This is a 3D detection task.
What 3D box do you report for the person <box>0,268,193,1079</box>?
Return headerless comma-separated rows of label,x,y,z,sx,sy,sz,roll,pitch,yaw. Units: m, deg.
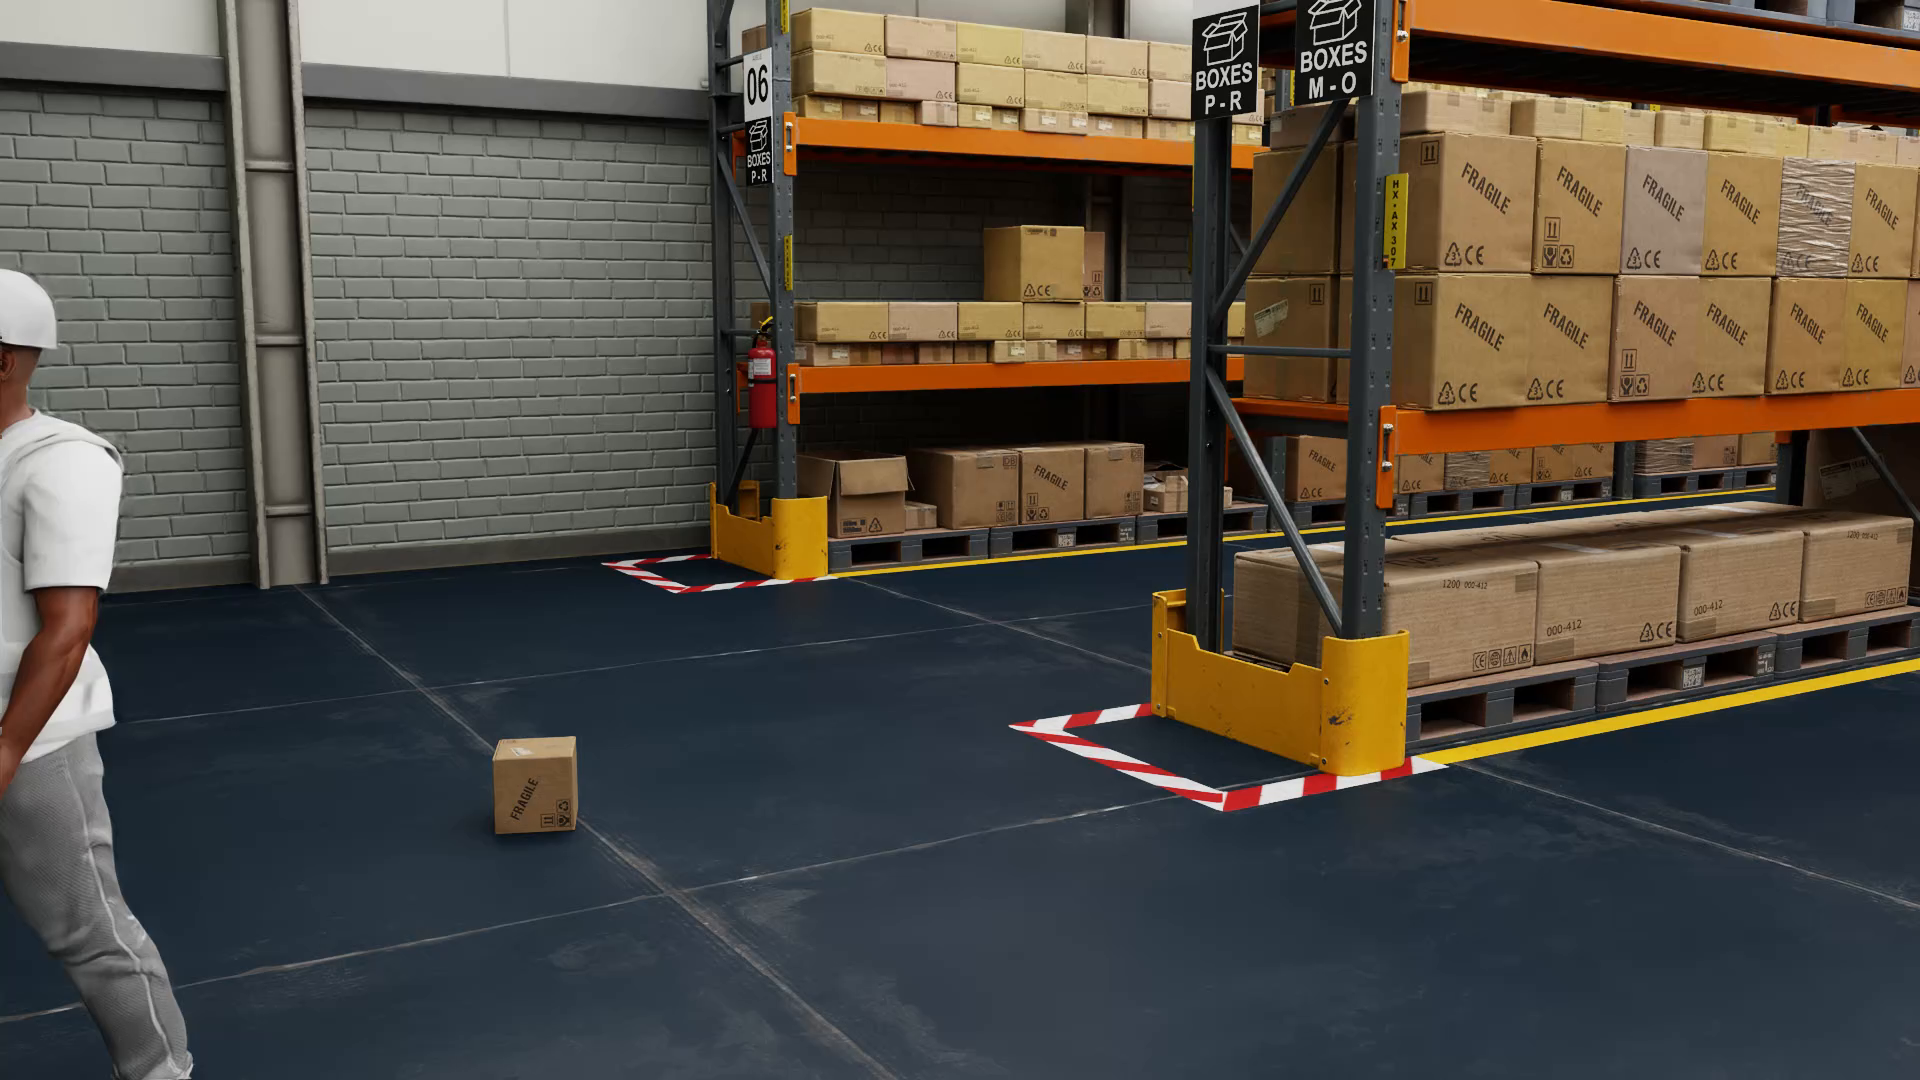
person,-1.837,0.375,2.974,0.571,1.724,0.908,3,9,21
